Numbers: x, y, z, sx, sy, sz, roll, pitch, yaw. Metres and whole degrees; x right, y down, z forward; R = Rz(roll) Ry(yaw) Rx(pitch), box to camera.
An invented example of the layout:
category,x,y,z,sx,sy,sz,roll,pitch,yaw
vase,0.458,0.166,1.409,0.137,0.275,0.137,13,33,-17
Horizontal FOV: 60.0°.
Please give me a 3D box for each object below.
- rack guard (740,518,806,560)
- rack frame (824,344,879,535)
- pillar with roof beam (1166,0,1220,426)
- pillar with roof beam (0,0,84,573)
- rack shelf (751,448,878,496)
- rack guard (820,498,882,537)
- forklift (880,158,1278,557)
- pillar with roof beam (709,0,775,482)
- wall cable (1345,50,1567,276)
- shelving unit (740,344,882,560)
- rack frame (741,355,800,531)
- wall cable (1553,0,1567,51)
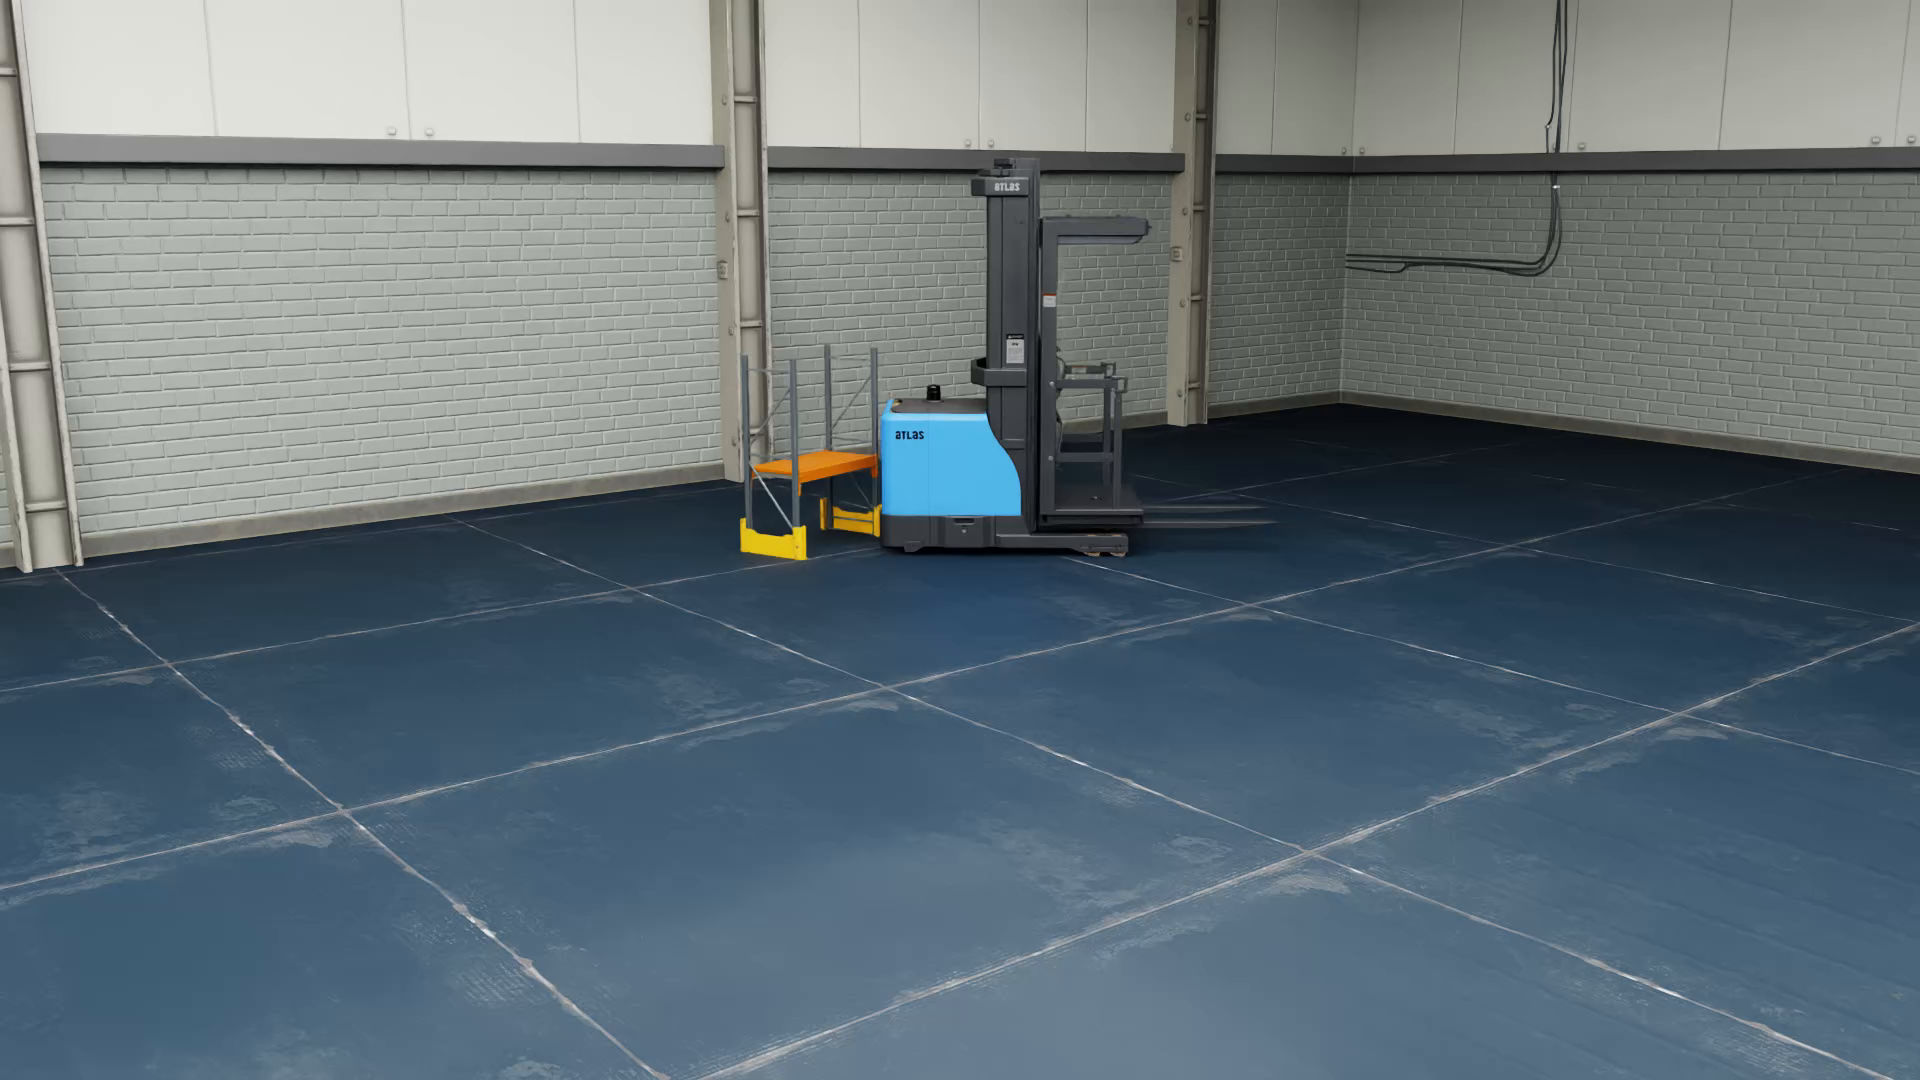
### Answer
category,x,y,z,sx,sy,sz,roll,pitch,yaw
rack guard,-1.413,-0.008,12.566,0.587,0.250,0.087,8,14,32
rack frame,-0.864,-0.797,13.272,0.500,1.500,0.032,8,14,32
pillar with roof beam,5.356,-5.074,15.361,0.400,9.000,9.100,-9,15,-38
pillar with roof beam,-4.014,-3.517,8.028,0.400,9.000,9.100,-9,15,-38
rack shelf,-1.139,-0.532,12.891,0.538,0.185,1.000,8,14,32
rack guard,-0.875,-0.182,13.386,0.587,0.250,0.087,8,14,32
forklift,0.913,-1.419,12.757,3.031,2.935,1.130,0,12,0
pillar with roof beam,0.671,-4.296,11.694,0.400,9.000,9.100,-9,15,-38
wall cable,5.793,-4.421,19.762,0.112,2.526,3.097,-9,15,-38
shelving unit,-1.144,-0.707,12.846,0.587,1.500,1.083,8,14,32
rack frame,-1.414,-0.620,12.436,0.500,1.500,0.032,8,14,32
wall cable,7.483,-6.453,17.171,0.112,2.526,3.097,-9,15,-38
